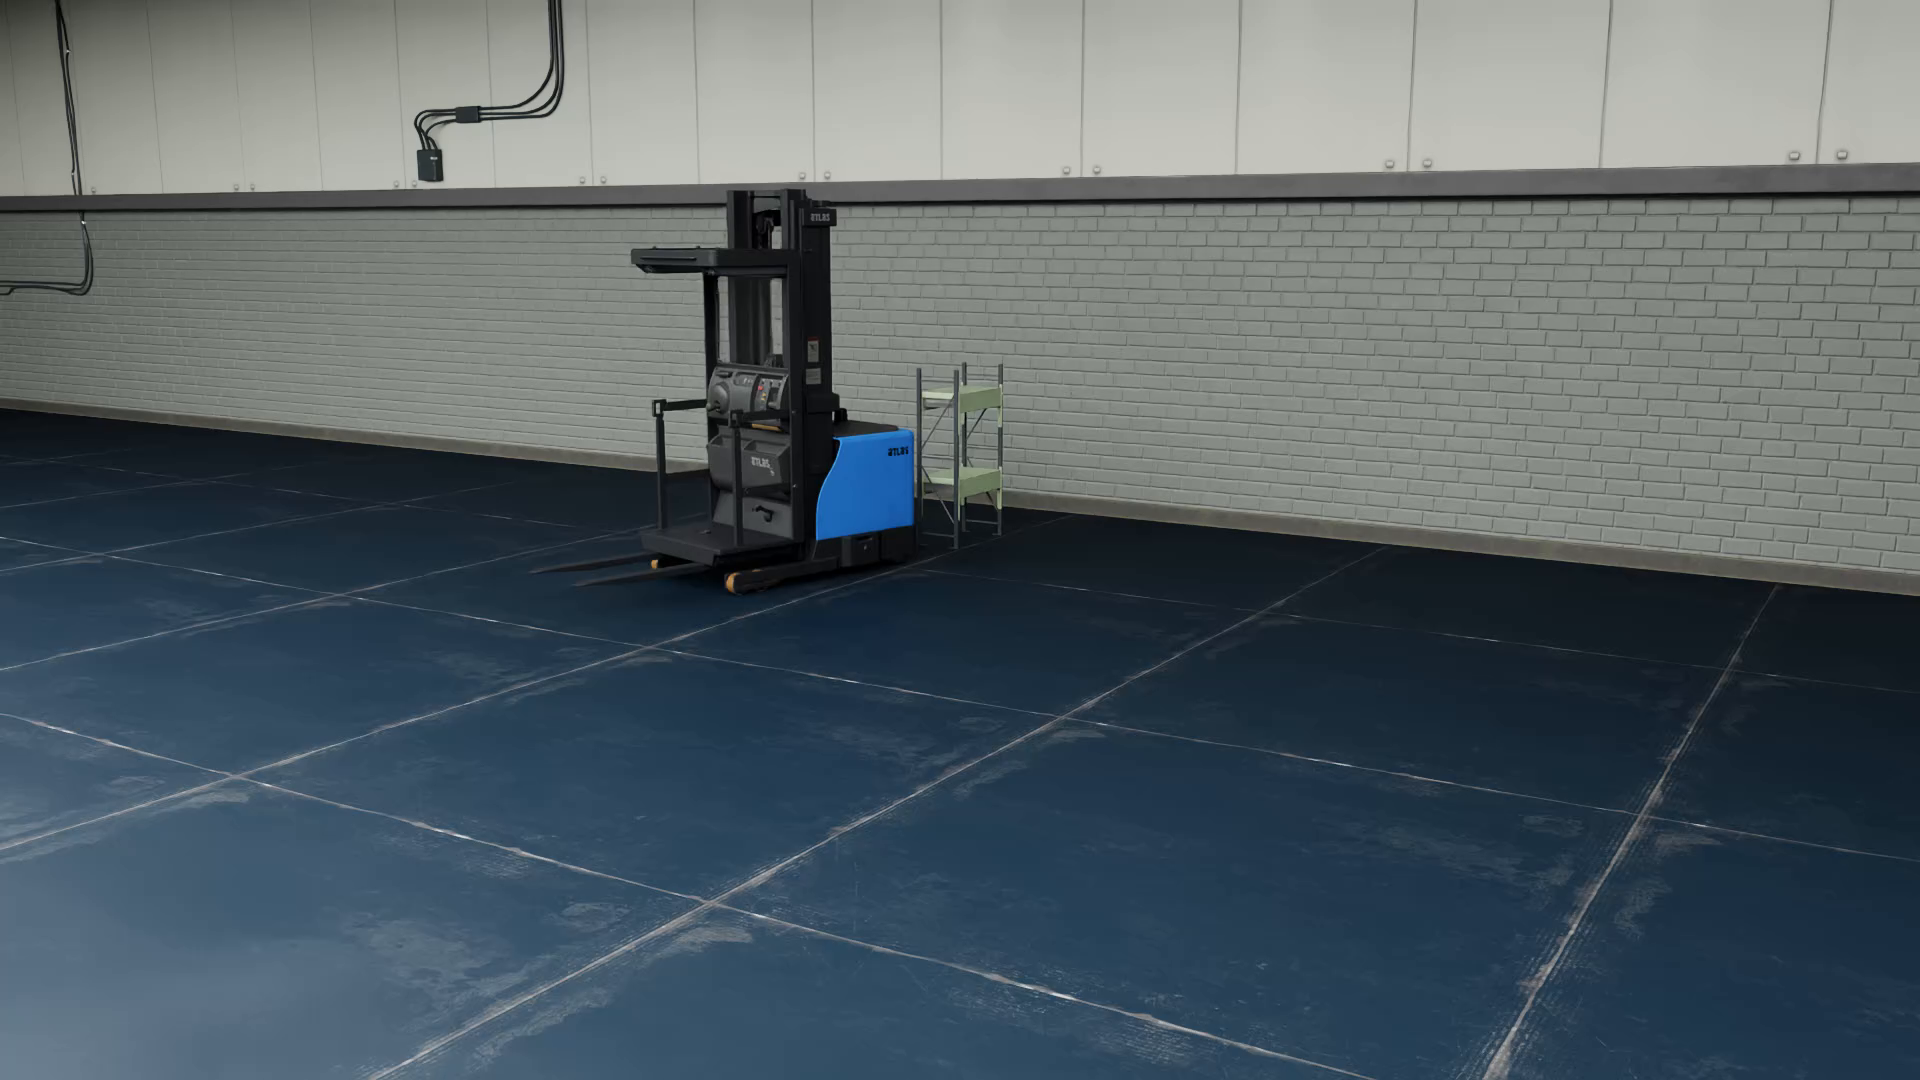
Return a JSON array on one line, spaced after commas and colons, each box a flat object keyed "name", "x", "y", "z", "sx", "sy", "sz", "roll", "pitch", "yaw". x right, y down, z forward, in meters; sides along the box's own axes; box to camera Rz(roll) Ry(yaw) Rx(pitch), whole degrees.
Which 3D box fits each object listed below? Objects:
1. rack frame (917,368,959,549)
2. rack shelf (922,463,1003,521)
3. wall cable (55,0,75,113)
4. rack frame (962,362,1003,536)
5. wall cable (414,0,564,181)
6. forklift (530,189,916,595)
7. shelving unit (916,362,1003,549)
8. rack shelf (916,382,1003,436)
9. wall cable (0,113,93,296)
[{"name": "rack frame", "x": -0.187, "y": -0.681, "z": 13.929, "sx": 0.400, "sy": 1.500, "sz": 0.023, "roll": 6, "pitch": 12, "yaw": 31}, {"name": "rack shelf", "x": 0.003, "y": -0.418, "z": 14.296, "sx": 0.431, "sy": 0.370, "sz": 0.720, "roll": 6, "pitch": 12, "yaw": 31}, {"name": "wall cable", "x": -11.131, "y": -6.990, "z": 21.967, "sx": 3.097, "sy": 2.526, "sz": 0.112, "roll": 6, "pitch": 12, "yaw": 31}, {"name": "rack frame", "x": 0.193, "y": -0.796, "z": 14.544, "sx": 0.400, "sy": 1.500, "sz": 0.023, "roll": 6, "pitch": 12, "yaw": 31}, {"name": "wall cable", "x": -5.338, "y": -7.055, "z": 18.356, "sx": 2.305, "sy": 6.003, "sz": 0.169, "roll": 6, "pitch": 12, "yaw": 31}, {"name": "forklift", "x": -1.769, "y": -1.144, "z": 12.512, "sx": 3.031, "sy": 2.935, "sz": 1.130, "roll": -10, "pitch": 14, "yaw": -42}, {"name": "shelving unit", "x": 0.003, "y": -0.738, "z": 14.236, "sx": 0.431, "sy": 1.500, "sz": 0.755, "roll": 6, "pitch": 12, "yaw": 31}, {"name": "rack shelf", "x": 0.003, "y": -1.122, "z": 14.164, "sx": 0.431, "sy": 0.370, "sz": 0.720, "roll": 6, "pitch": 12, "yaw": 31}, {"name": "wall cable", "x": -13.443, "y": -4.766, "z": 23.813, "sx": 3.097, "sy": 2.526, "sz": 0.112, "roll": 6, "pitch": 12, "yaw": 31}]
